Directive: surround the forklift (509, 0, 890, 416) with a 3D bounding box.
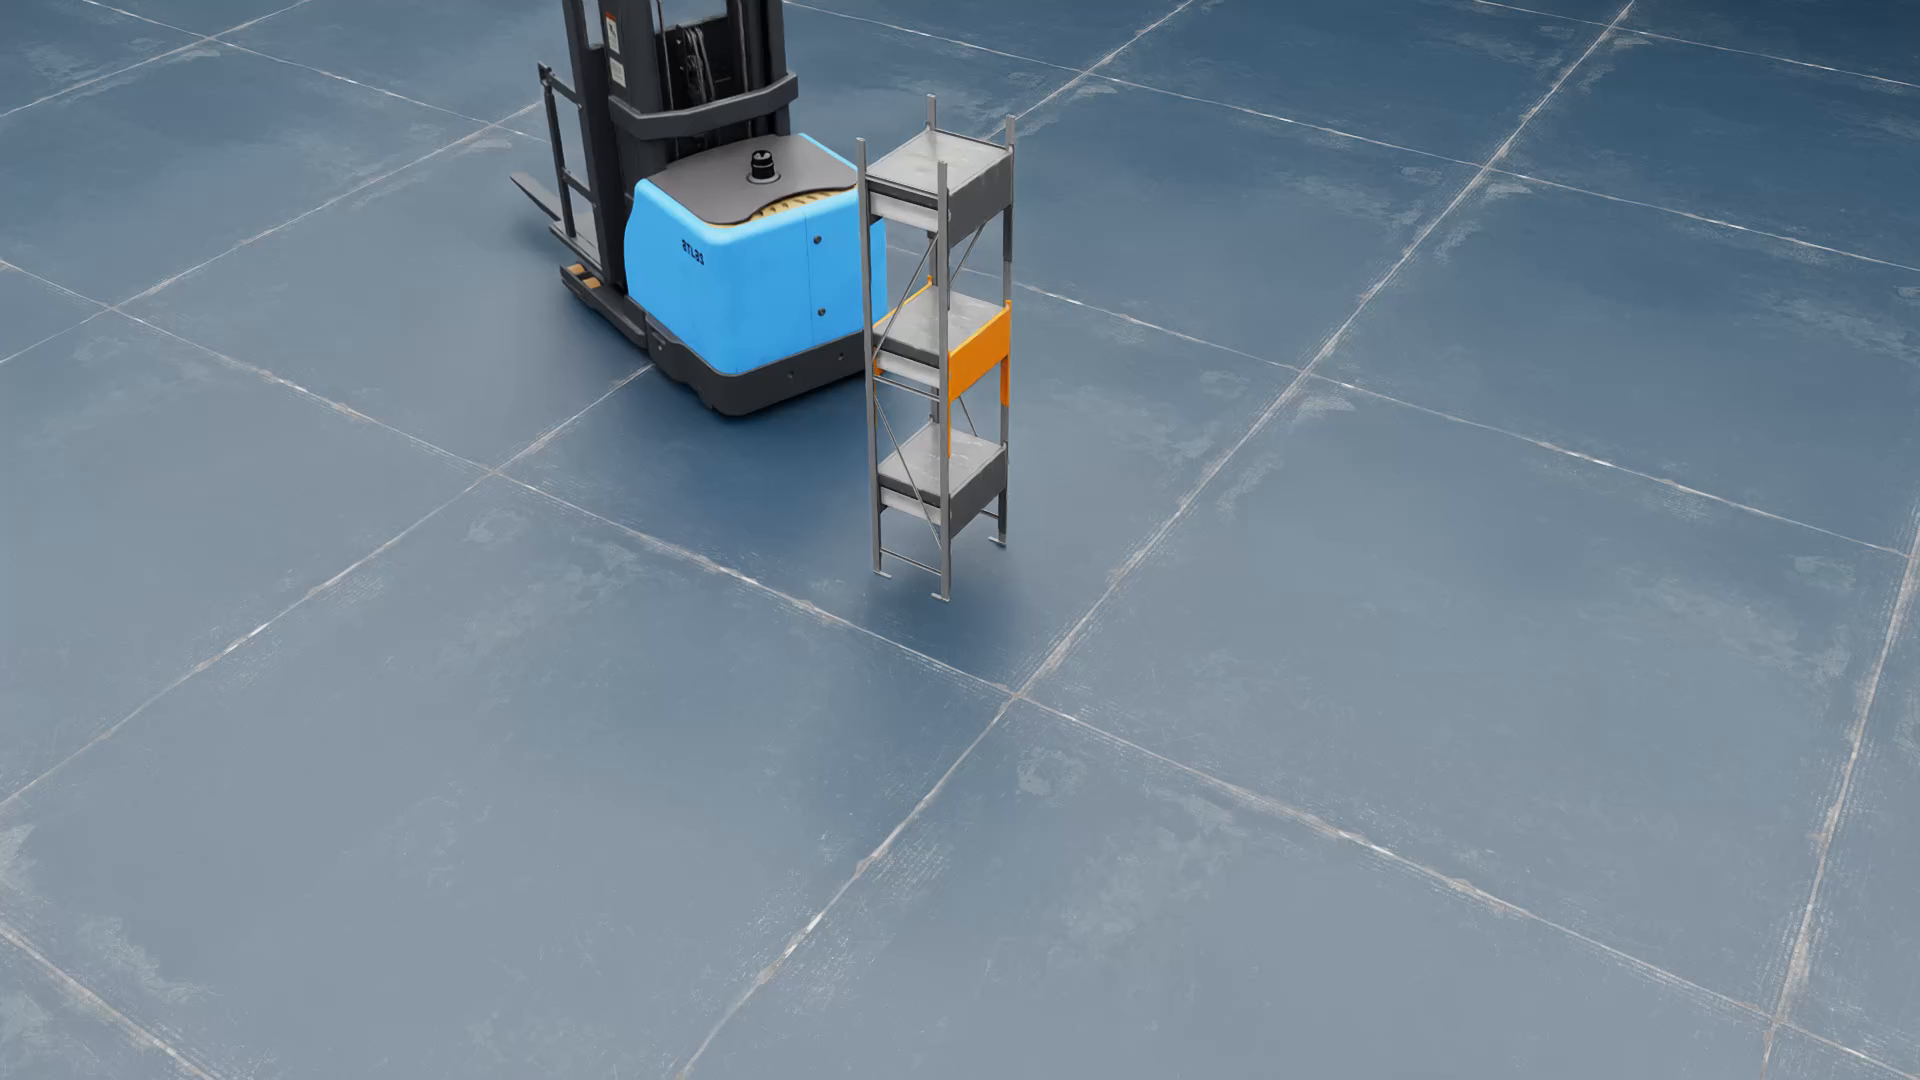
[{"bbox_3d":[-1.640,-2.644,8.779,1.130,2.935,3.031,-24,44,-28],"label":"forklift"}]

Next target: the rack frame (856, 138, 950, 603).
[{"bbox_3d":[-0.219,-0.620,6.835,0.400,2.100,0.015,21,42,25],"label":"rack frame"}]

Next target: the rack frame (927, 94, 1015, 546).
[{"bbox_3d":[0.042,-0.872,7.161,0.400,2.100,0.015,21,42,25],"label":"rack frame"}]

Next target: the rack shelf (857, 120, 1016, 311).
[{"bbox_3d":[-0.089,-1.290,6.579,0.431,0.518,0.480,21,42,25],"label":"rack shelf"}]

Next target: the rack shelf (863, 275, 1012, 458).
[{"bbox_3d":[-0.089,-0.735,7.007,0.431,0.518,0.480,21,42,25],"label":"rack shelf"}]

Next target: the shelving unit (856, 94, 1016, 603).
[{"bbox_3d":[-0.089,-0.746,6.998,0.431,2.100,0.503,21,42,25],"label":"shelving unit"}]

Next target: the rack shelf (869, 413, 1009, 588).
[{"bbox_3d":[-0.089,-0.181,7.434,0.431,0.518,0.480,21,42,25],"label":"rack shelf"}]
